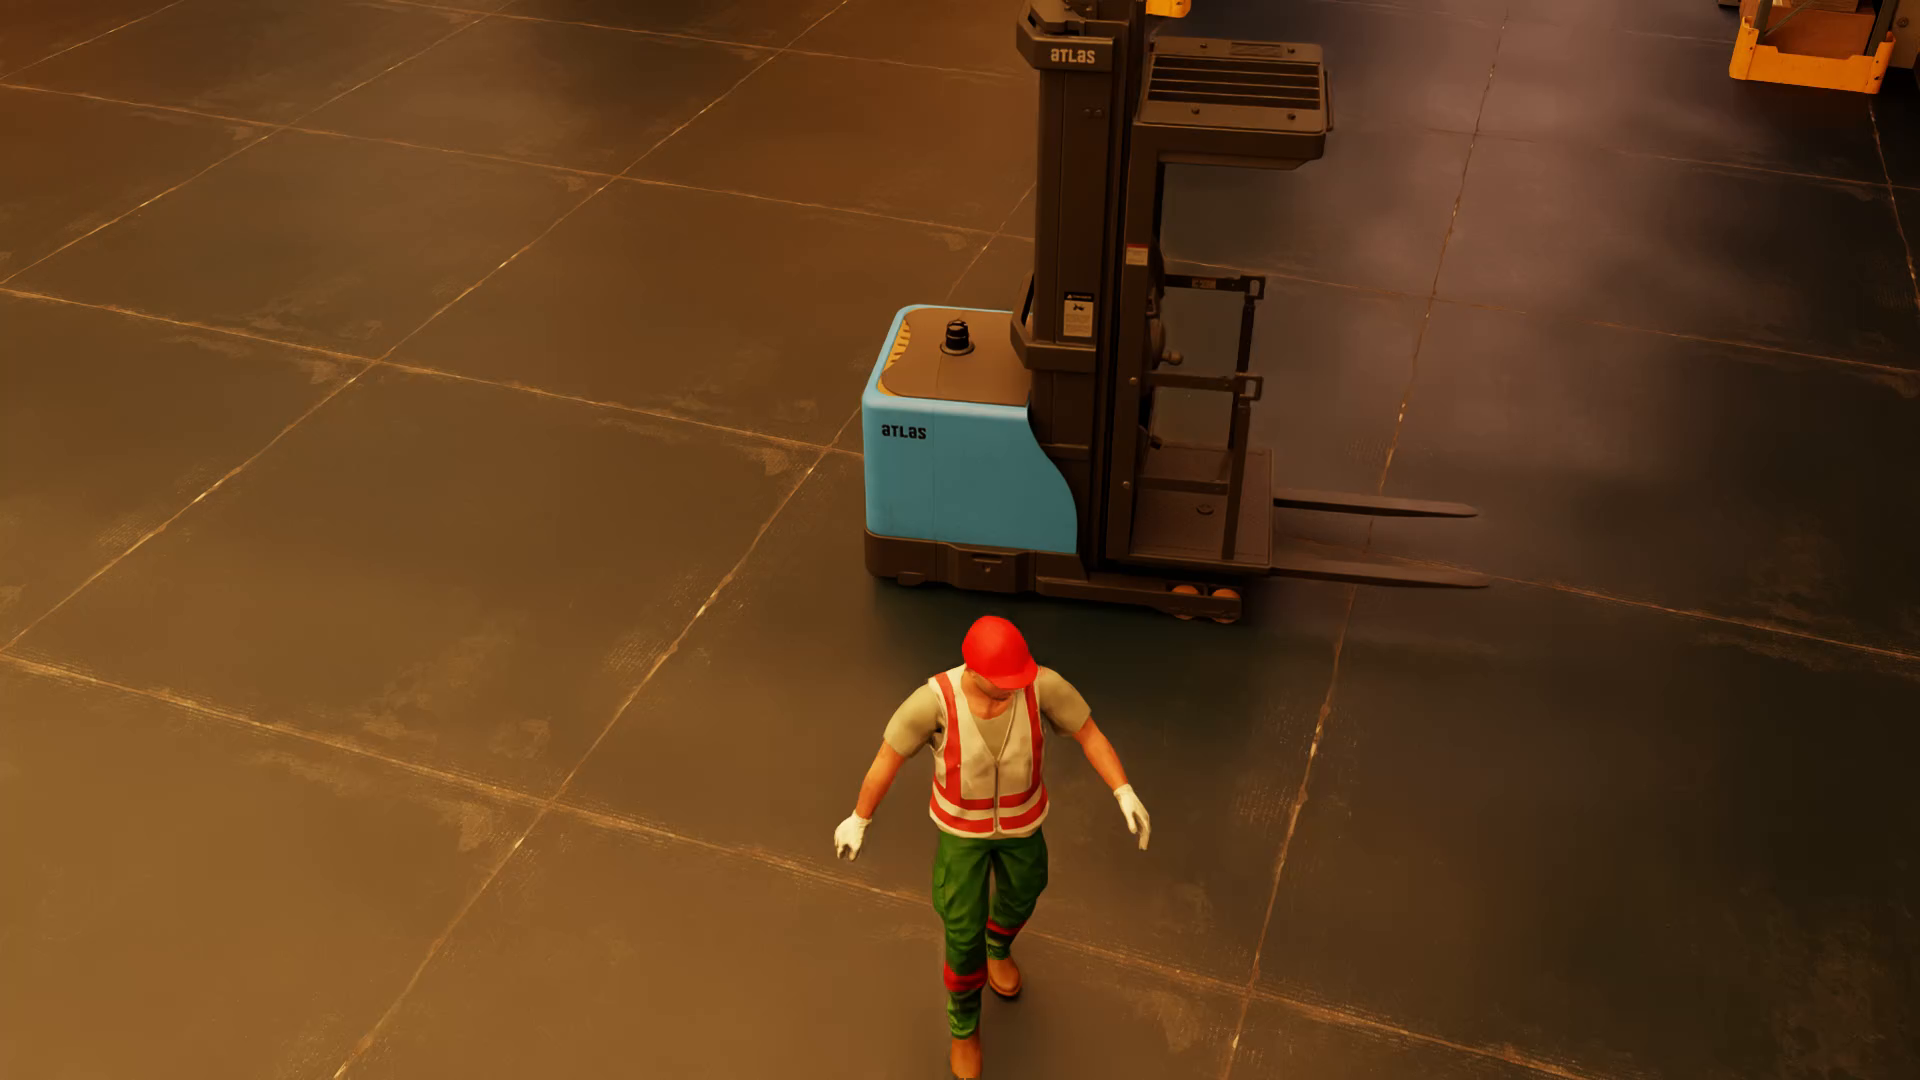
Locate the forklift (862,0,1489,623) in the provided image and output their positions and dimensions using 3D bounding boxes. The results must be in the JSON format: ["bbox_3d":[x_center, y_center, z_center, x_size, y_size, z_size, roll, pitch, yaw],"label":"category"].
[{"bbox_3d":[1.088,-1.124,7.696,3.031,2.935,1.130,5,36,8],"label":"forklift"}]

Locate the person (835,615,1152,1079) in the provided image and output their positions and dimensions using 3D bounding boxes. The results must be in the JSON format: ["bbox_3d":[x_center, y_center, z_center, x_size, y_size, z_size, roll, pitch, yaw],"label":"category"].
[{"bbox_3d":[0.096,1.045,5.686,1.026,1.796,0.650,-6,36,-9],"label":"person"}]
